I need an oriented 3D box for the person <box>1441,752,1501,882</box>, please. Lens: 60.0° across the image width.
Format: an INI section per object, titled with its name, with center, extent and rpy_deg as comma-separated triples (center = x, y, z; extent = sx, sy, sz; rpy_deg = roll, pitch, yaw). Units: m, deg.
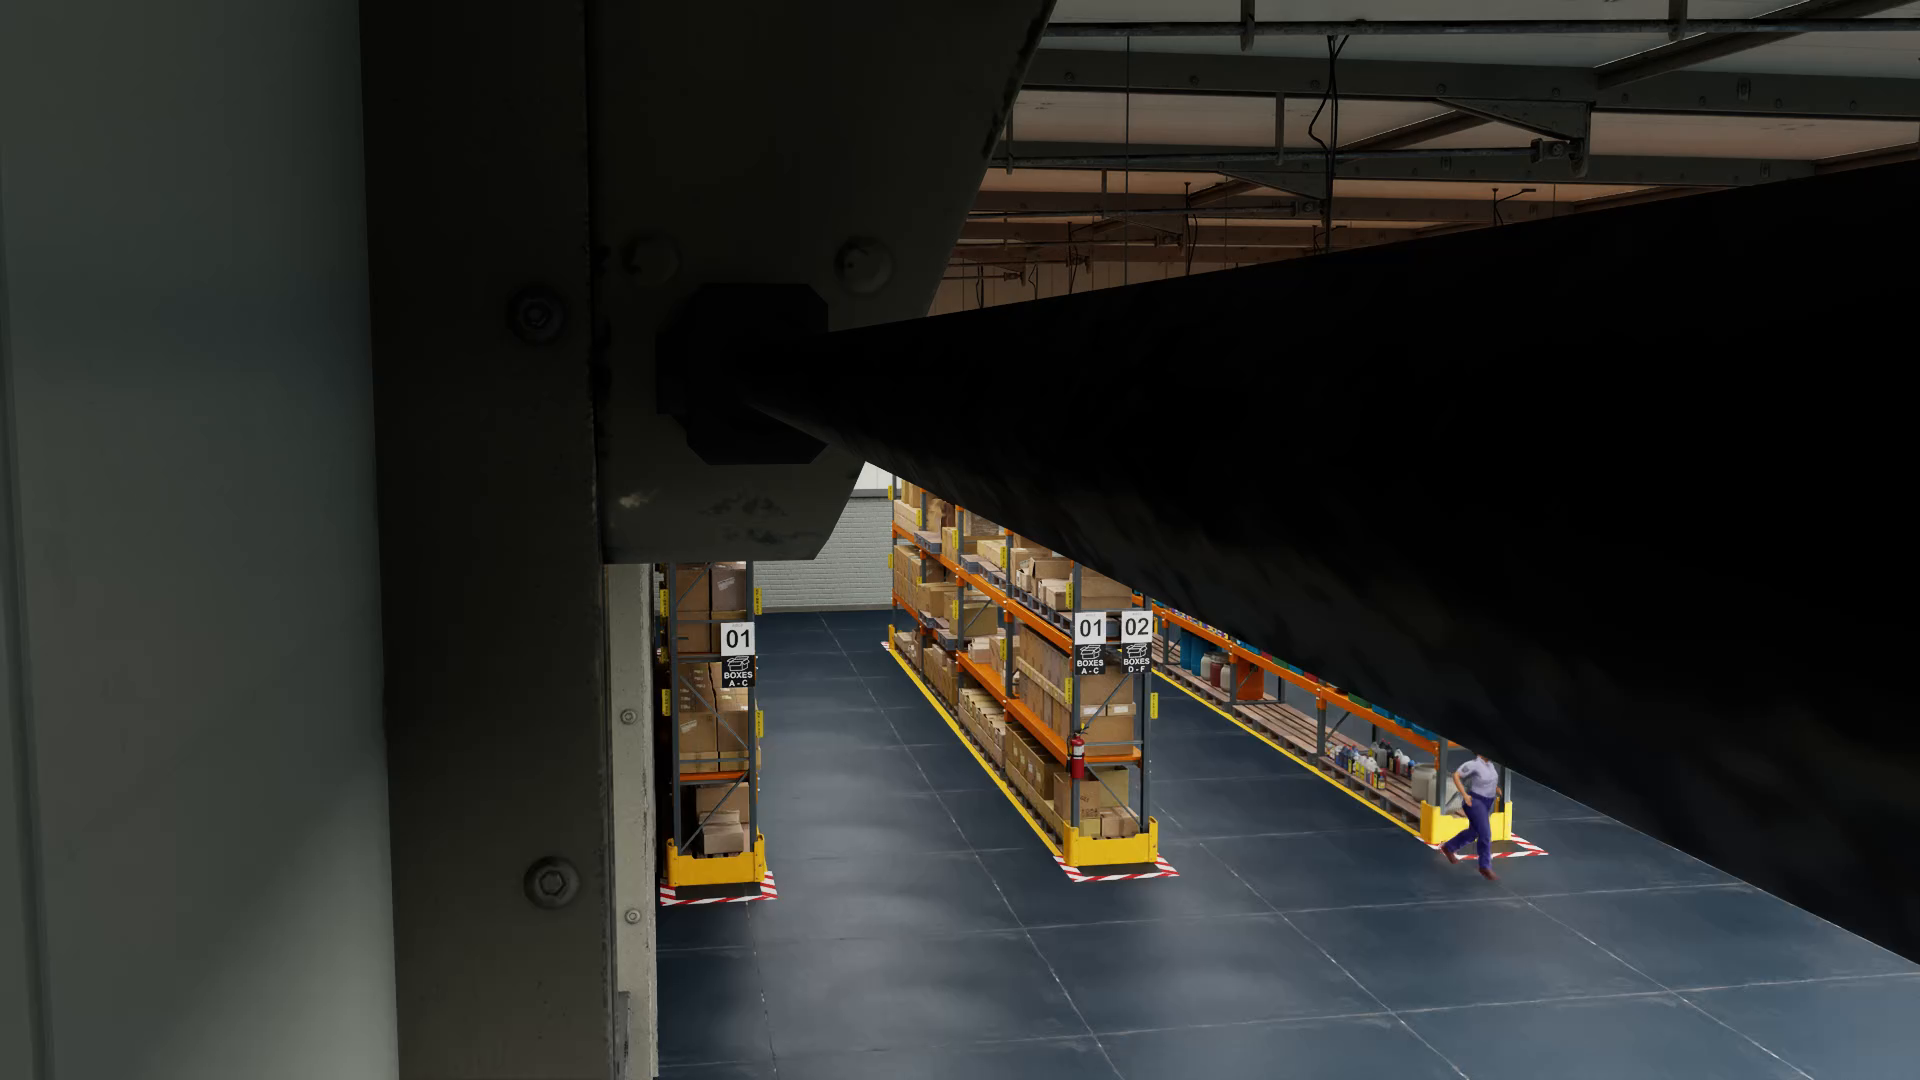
[person]
center = 6.419, 3.312, 20.606
extent = 0.837, 1.672, 0.626
rpy_deg = 6, 9, 44
